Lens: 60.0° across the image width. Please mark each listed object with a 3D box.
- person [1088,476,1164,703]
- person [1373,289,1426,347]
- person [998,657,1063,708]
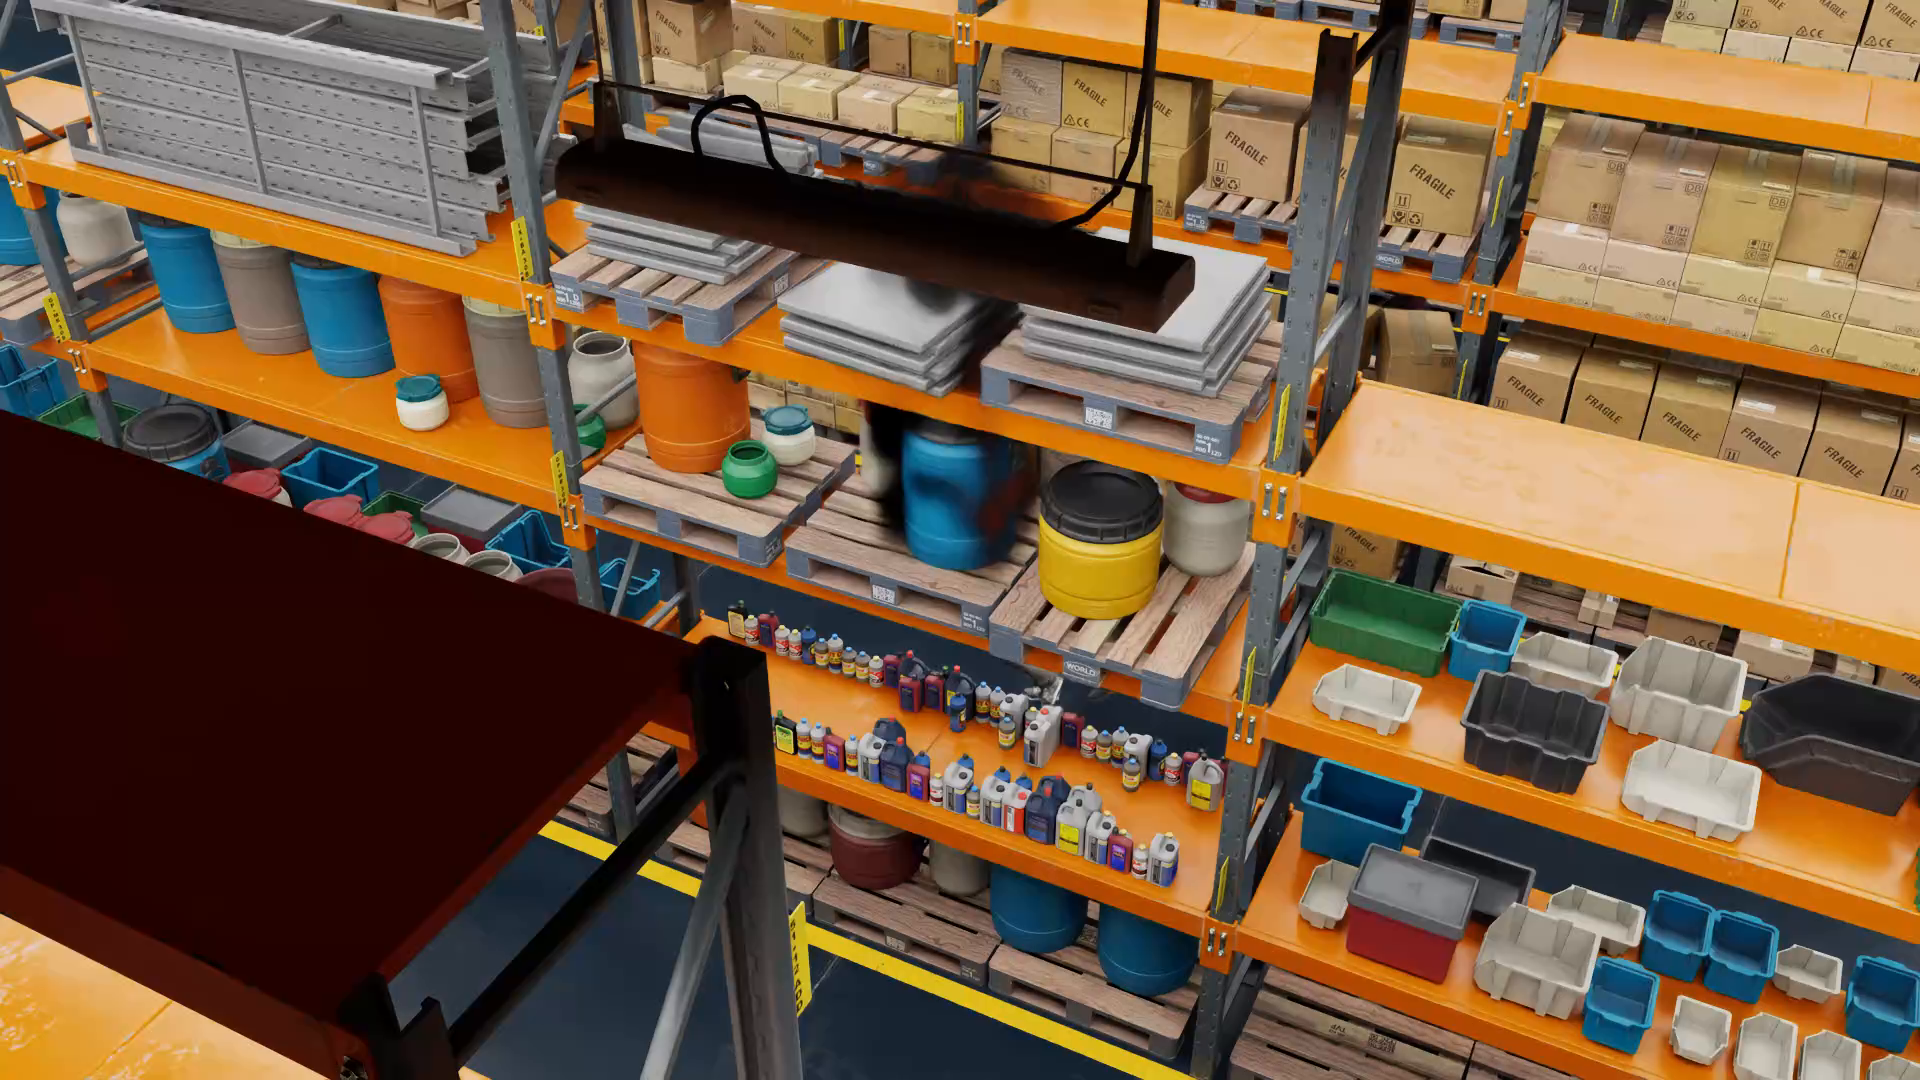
[{"bbox_3d":[1.200,0.394,11.330,0.873,1.912,0.658,18,39,24],"label":"person"},{"bbox_3d":[4.121,-2.139,15.386,0.764,1.791,0.701,9,36,13],"label":"person"},{"bbox_3d":[0.405,0.476,11.380,0.660,1.506,0.537,7,36,10],"label":"person"}]
